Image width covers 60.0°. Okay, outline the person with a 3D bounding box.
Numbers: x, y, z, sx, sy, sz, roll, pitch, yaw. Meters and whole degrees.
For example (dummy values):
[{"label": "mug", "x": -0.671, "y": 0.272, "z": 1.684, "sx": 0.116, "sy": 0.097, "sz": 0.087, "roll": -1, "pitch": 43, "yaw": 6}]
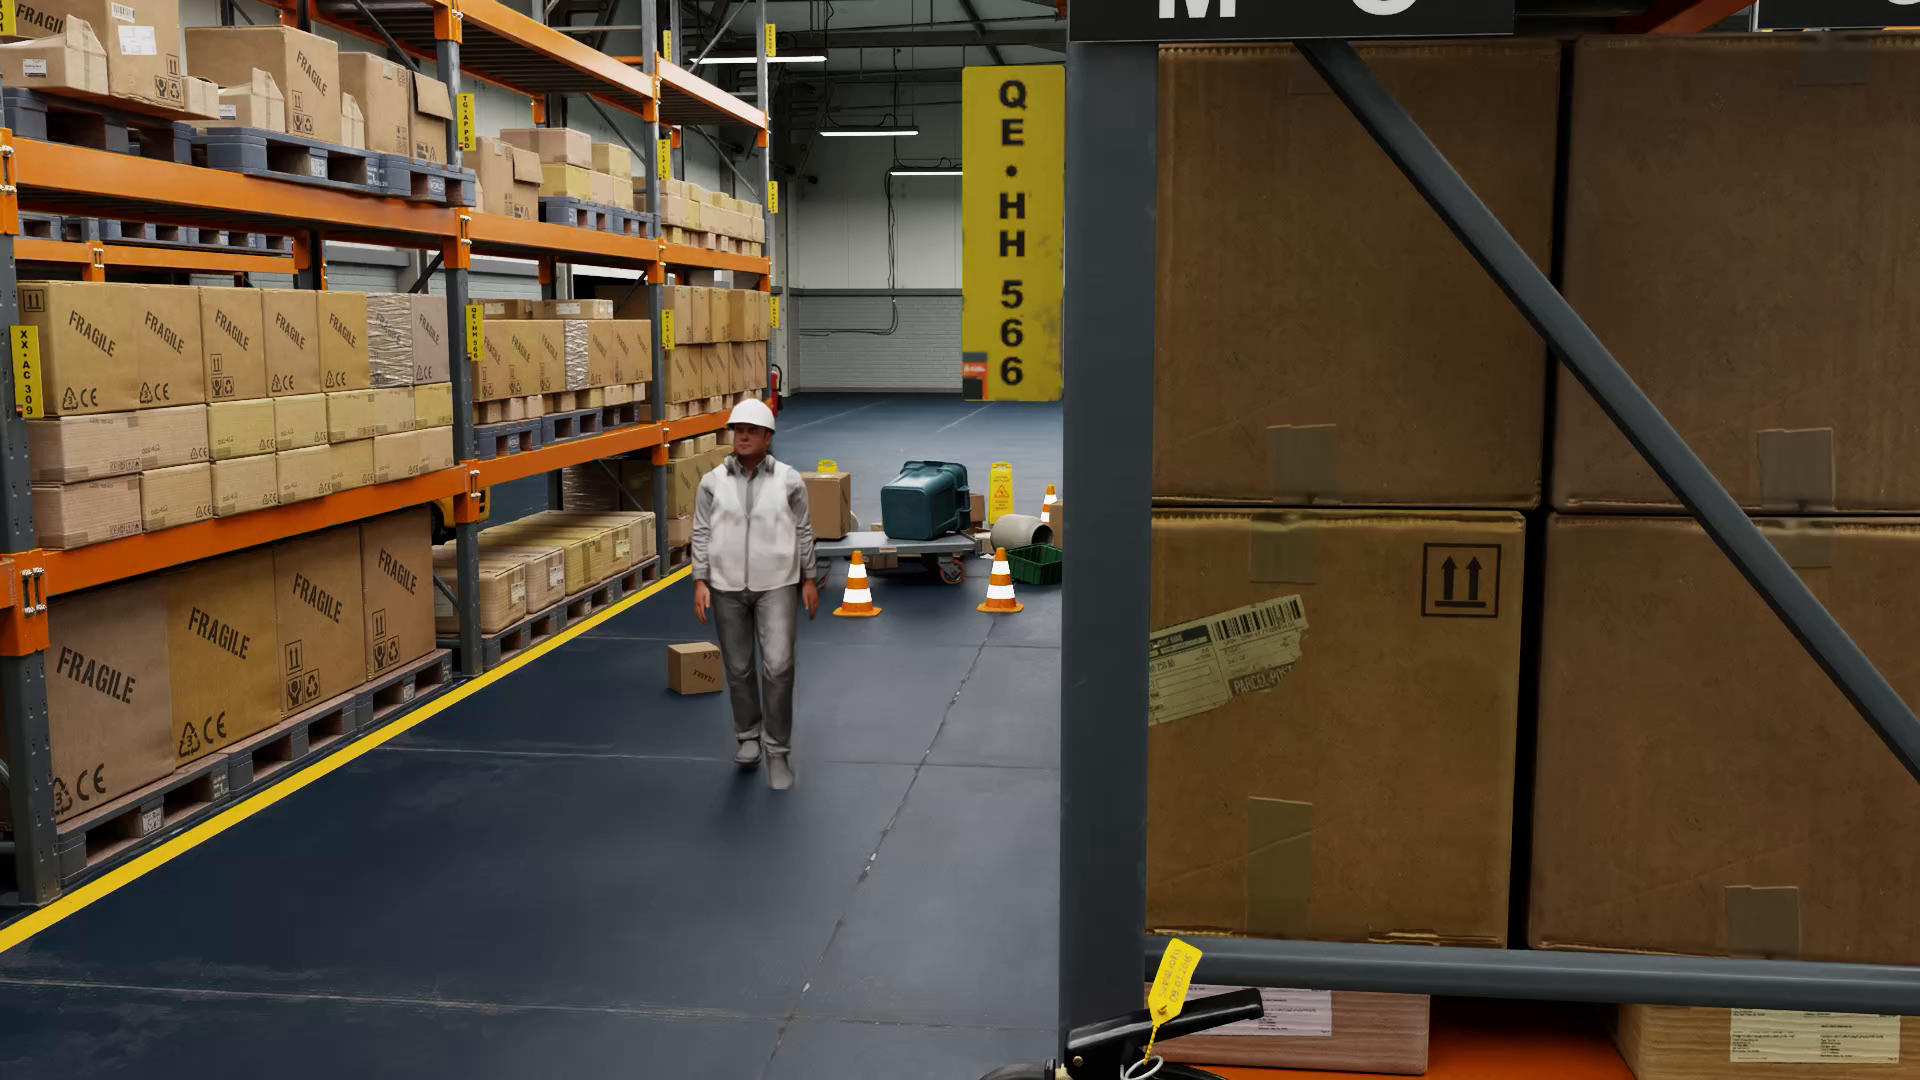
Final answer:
[{"label": "person", "x": -0.976, "y": 0.255, "z": 7.862, "sx": 0.580, "sy": 1.838, "sz": 0.583, "roll": 0, "pitch": 8, "yaw": 3}]
